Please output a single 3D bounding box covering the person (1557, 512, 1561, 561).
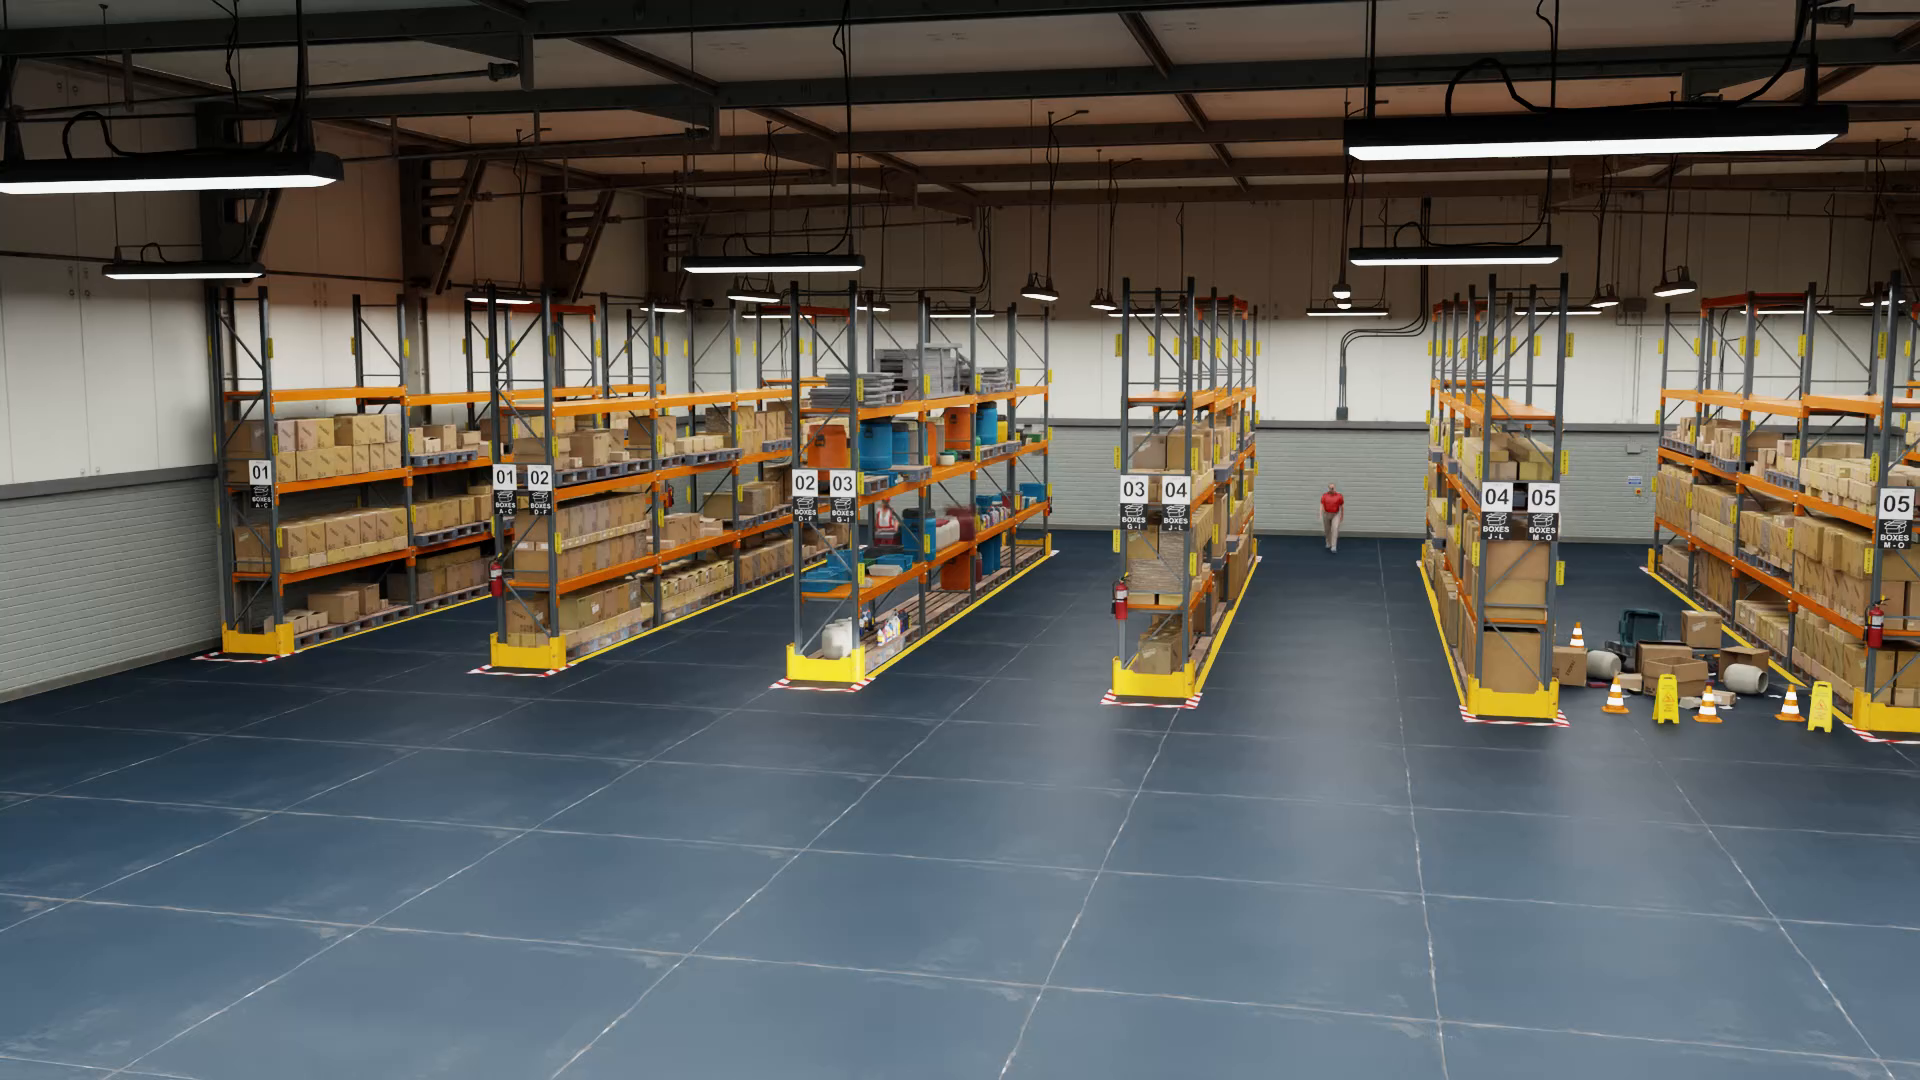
[{"bbox_3d":[13.245,-0.100,37.219,0.512,1.688,0.382,-5,8,-36],"label":"person"}]

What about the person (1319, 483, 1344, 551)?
[{"bbox_3d":[9.211,-0.588,41.246,0.604,1.657,1.077,2,7,16],"label":"person"}]

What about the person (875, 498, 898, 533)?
[{"bbox_3d":[-1.687,-0.129,36.982,0.648,1.724,1.061,2,7,16],"label":"person"}]
